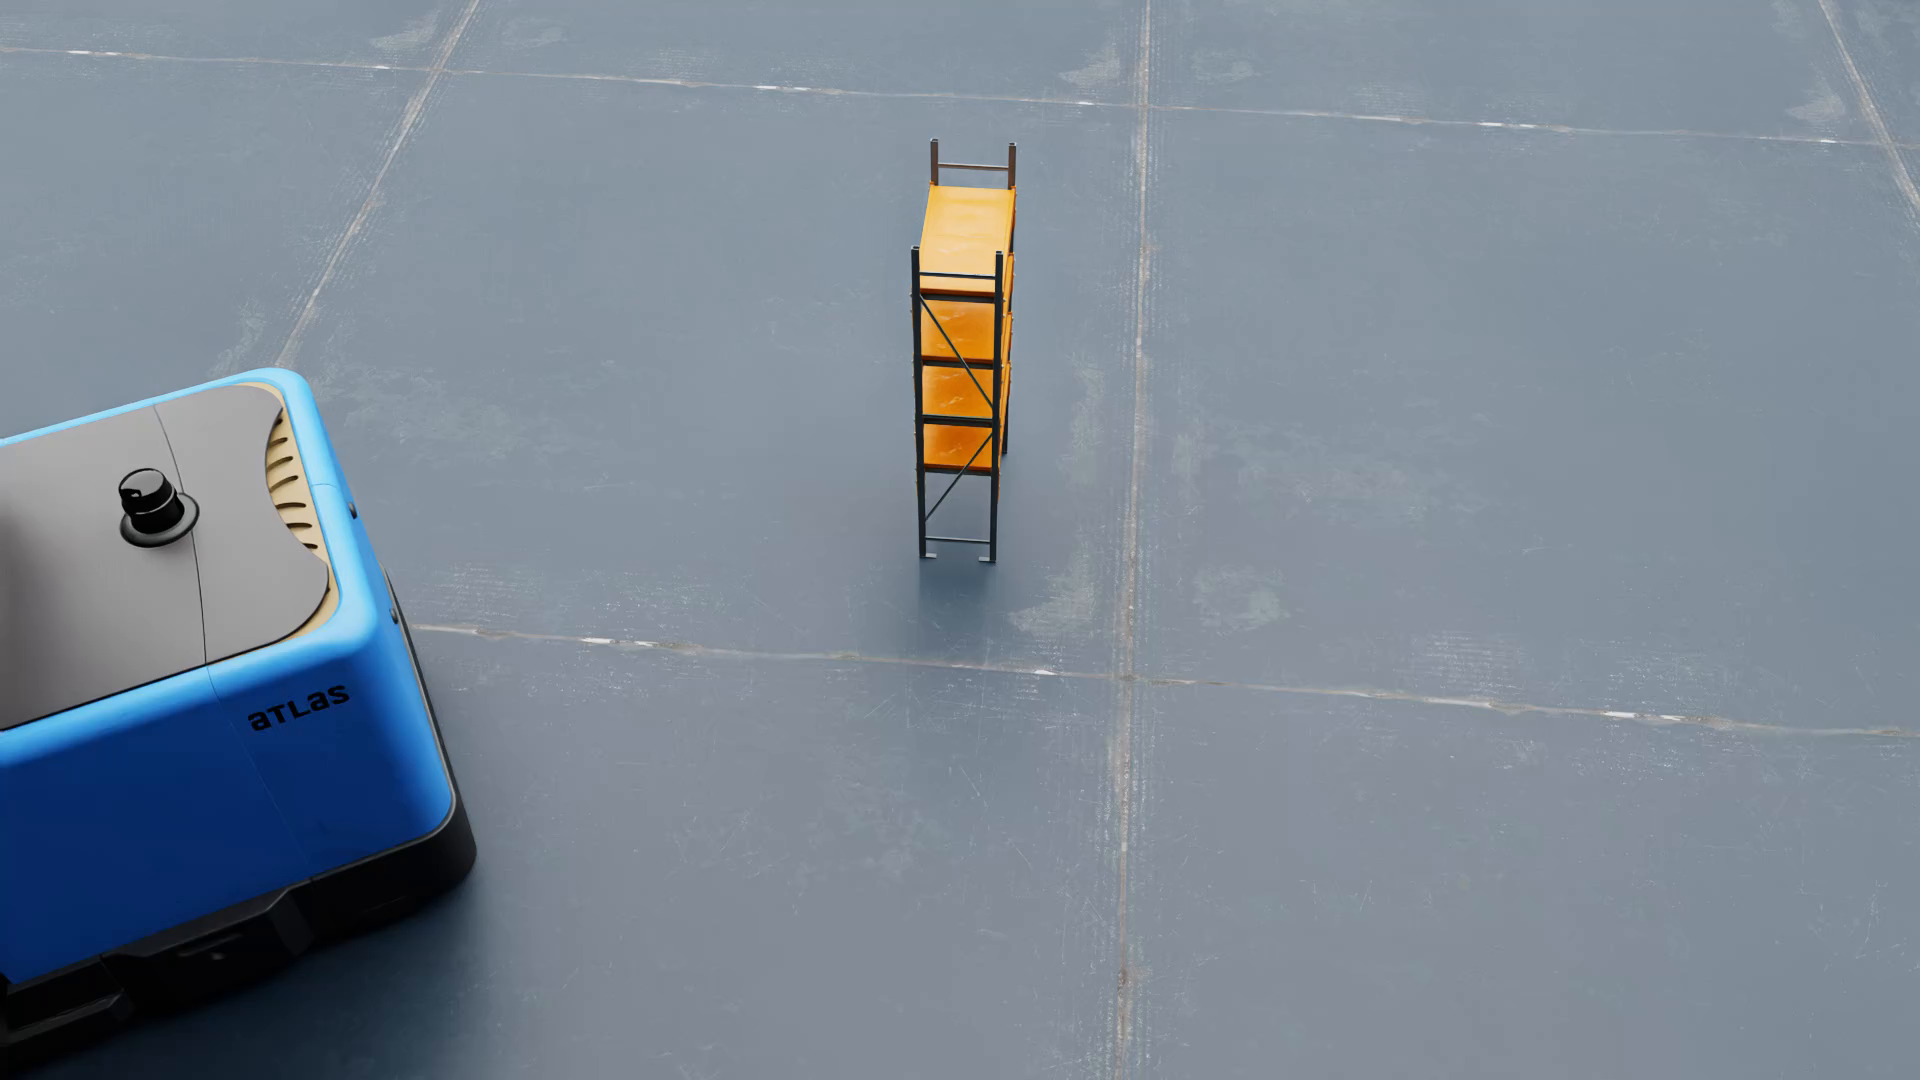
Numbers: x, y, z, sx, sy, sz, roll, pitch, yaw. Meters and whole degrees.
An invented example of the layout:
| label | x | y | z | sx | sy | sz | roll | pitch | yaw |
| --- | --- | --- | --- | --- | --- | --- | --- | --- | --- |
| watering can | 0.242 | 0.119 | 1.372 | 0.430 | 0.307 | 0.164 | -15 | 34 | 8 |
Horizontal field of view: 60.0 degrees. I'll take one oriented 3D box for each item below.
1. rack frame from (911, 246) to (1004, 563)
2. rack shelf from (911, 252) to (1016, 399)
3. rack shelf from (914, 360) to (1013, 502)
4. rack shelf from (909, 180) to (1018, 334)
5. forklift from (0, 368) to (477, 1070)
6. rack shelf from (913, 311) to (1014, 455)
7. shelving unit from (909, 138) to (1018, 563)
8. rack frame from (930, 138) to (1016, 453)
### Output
| label | x | y | z | sx | sy | sz | roll | pitch | yaw |
| --- | --- | --- | --- | --- | --- | --- | --- | --- | --- |
| rack frame | -0.007 | -0.347 | 4.755 | 0.240 | 1.200 | 0.015 | 4 | 48 | 4 |
| rack shelf | 0.015 | -0.632 | 4.803 | 0.258 | 0.148 | 0.480 | 4 | 48 | 4 |
| rack shelf | 0.015 | -0.347 | 5.115 | 0.258 | 0.148 | 0.480 | 4 | 48 | 4 |
| rack shelf | 0.015 | -0.792 | 4.629 | 0.258 | 0.148 | 0.480 | 4 | 48 | 4 |
| forklift | -2.836 | 0.060 | 3.209 | 3.031 | 2.935 | 1.130 | -19 | 50 | -17 |
| rack shelf | 0.015 | -0.481 | 4.968 | 0.258 | 0.148 | 0.480 | 4 | 48 | 4 |
| shelving unit | 0.015 | -0.527 | 4.919 | 0.258 | 1.200 | 0.503 | 4 | 48 | 4 |
| rack frame | 0.037 | -0.706 | 5.083 | 0.240 | 1.200 | 0.015 | 4 | 48 | 4 |
